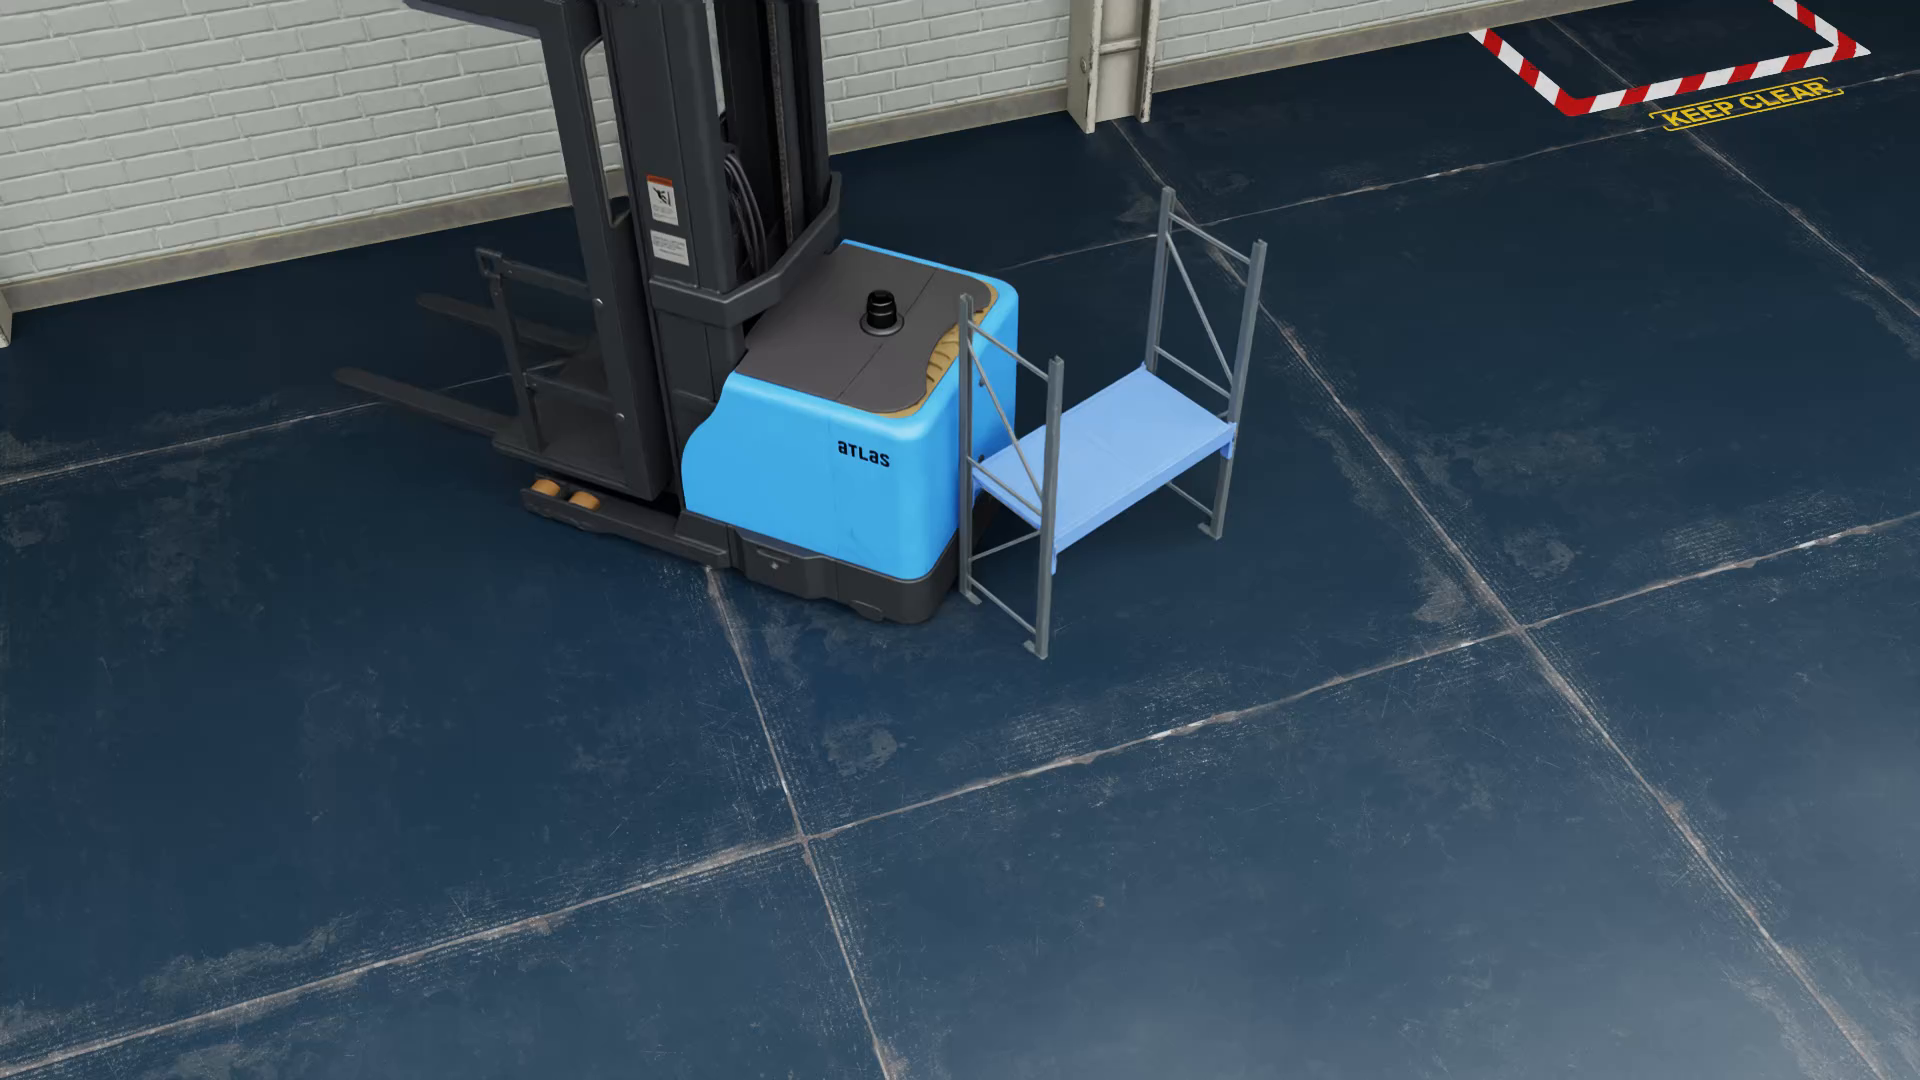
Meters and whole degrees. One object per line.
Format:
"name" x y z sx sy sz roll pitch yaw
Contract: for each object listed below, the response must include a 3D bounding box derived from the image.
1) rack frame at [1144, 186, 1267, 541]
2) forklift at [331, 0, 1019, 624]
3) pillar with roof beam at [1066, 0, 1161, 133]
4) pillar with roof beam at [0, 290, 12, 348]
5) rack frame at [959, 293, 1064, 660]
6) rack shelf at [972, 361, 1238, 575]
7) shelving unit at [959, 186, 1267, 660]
"rack frame" 0.936 -0.667 6.665 0.032 1.500 0.500 -32 53 -28
"forklift" -1.317 -1.400 6.386 3.031 2.935 1.130 17 48 17
"pillar with roof beam" 2.301 -2.740 3.437 0.400 9.000 9.100 -14 47 -14
"pillar with roof beam" -3.343 -1.297 1.999 0.400 9.000 9.100 -14 47 -14
"rack frame" 0.171 -0.192 6.192 0.032 1.500 0.500 -32 53 -28
"rack shelf" 0.554 -0.303 6.556 1.000 0.185 0.538 -32 53 -28
"shelving unit" 0.554 -0.430 6.429 1.048 1.500 0.538 -32 53 -28
